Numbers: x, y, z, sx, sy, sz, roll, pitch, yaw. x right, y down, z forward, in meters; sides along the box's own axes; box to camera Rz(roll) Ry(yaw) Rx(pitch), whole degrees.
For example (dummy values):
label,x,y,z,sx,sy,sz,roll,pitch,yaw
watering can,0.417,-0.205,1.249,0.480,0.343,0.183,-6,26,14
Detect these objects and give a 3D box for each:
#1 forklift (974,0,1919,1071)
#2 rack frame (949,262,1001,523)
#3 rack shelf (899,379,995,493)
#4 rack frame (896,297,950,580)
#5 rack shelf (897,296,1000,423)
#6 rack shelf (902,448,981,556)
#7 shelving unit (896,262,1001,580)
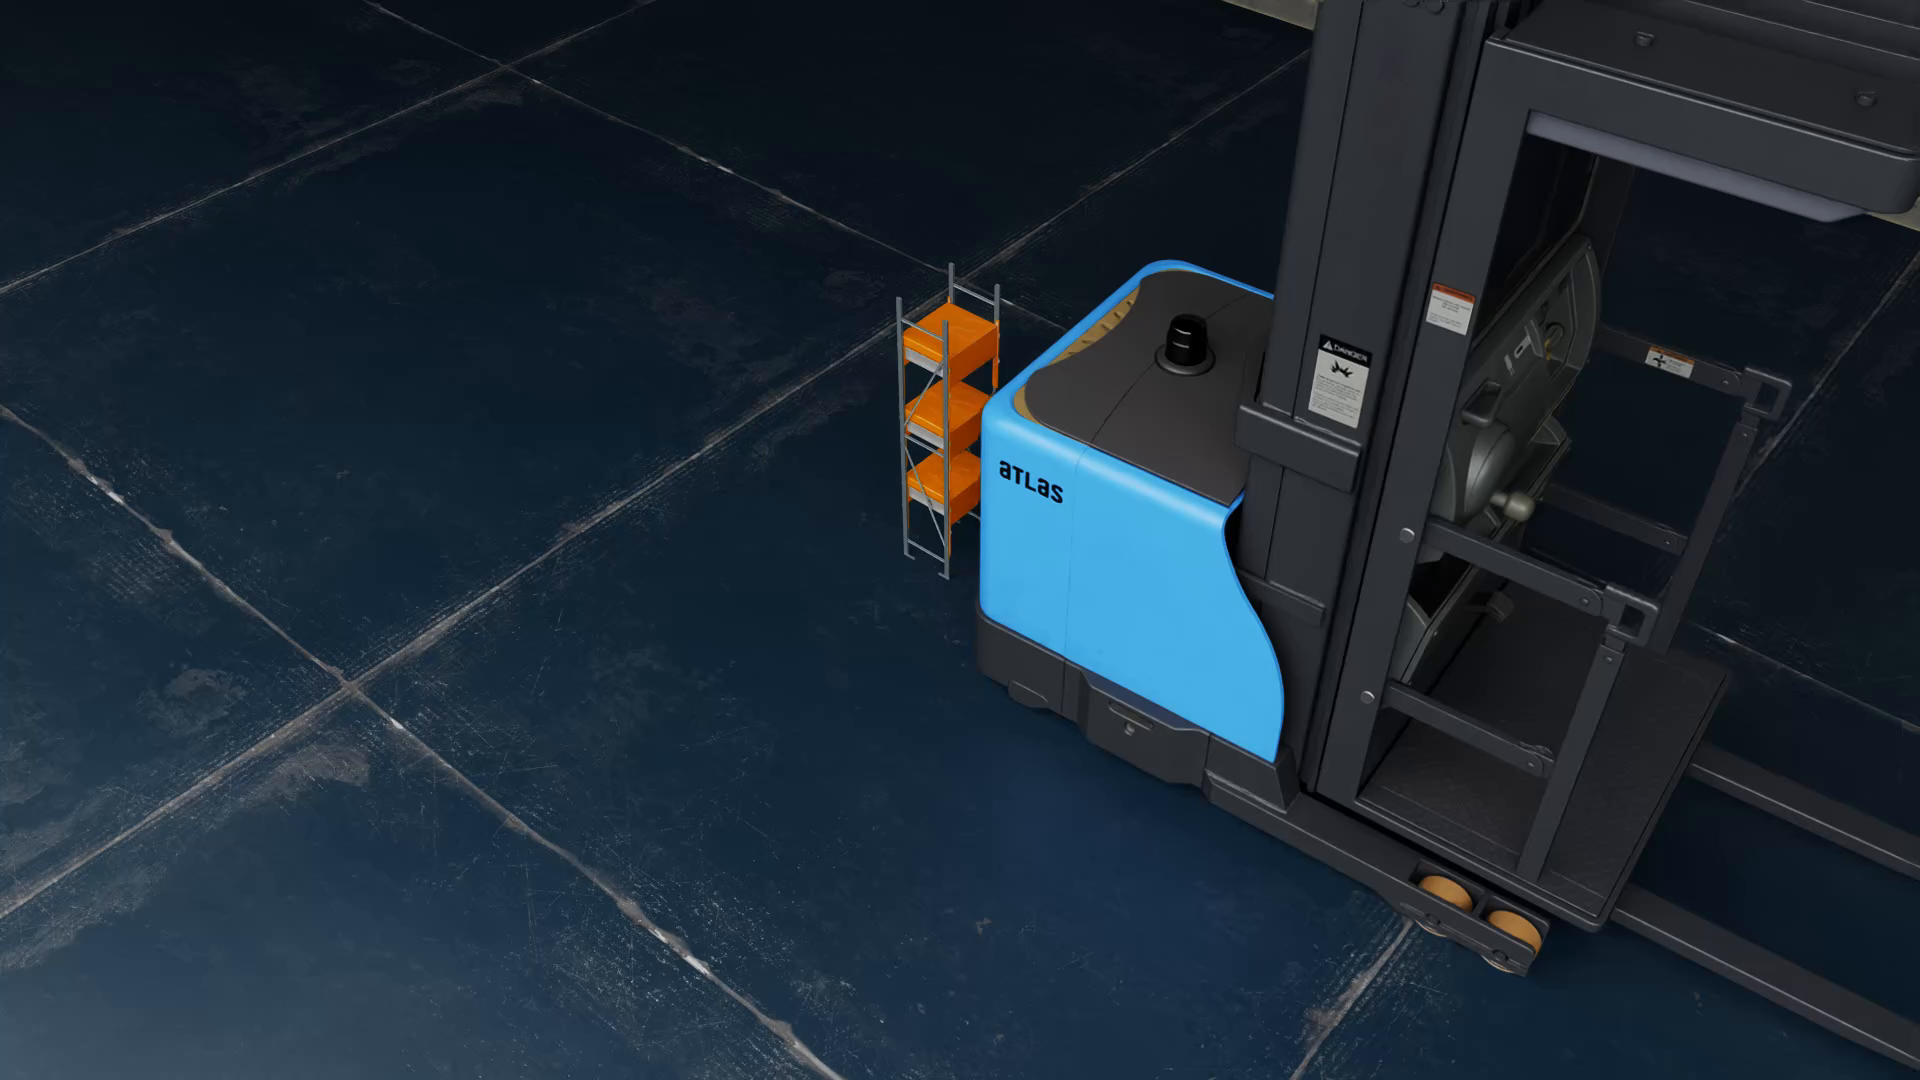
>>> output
label,x,y,z,sx,sy,sz,roll,pitch,yaw
forklift,1.535,-0.334,3.939,3.031,2.935,1.130,26,48,26
rack frame,0.044,-0.424,5.436,0.200,1.050,0.008,29,50,28
rack shelf,-0.034,-0.353,5.374,0.215,0.259,0.240,29,50,28
rack frame,-0.113,-0.298,5.297,0.200,1.050,0.008,29,50,28
rack shelf,-0.034,-0.563,5.183,0.215,0.259,0.240,29,50,28
rack shelf,-0.034,-0.147,5.561,0.215,0.259,0.240,29,50,28
shelving unit,-0.034,-0.361,5.367,0.215,1.050,0.252,29,50,28
